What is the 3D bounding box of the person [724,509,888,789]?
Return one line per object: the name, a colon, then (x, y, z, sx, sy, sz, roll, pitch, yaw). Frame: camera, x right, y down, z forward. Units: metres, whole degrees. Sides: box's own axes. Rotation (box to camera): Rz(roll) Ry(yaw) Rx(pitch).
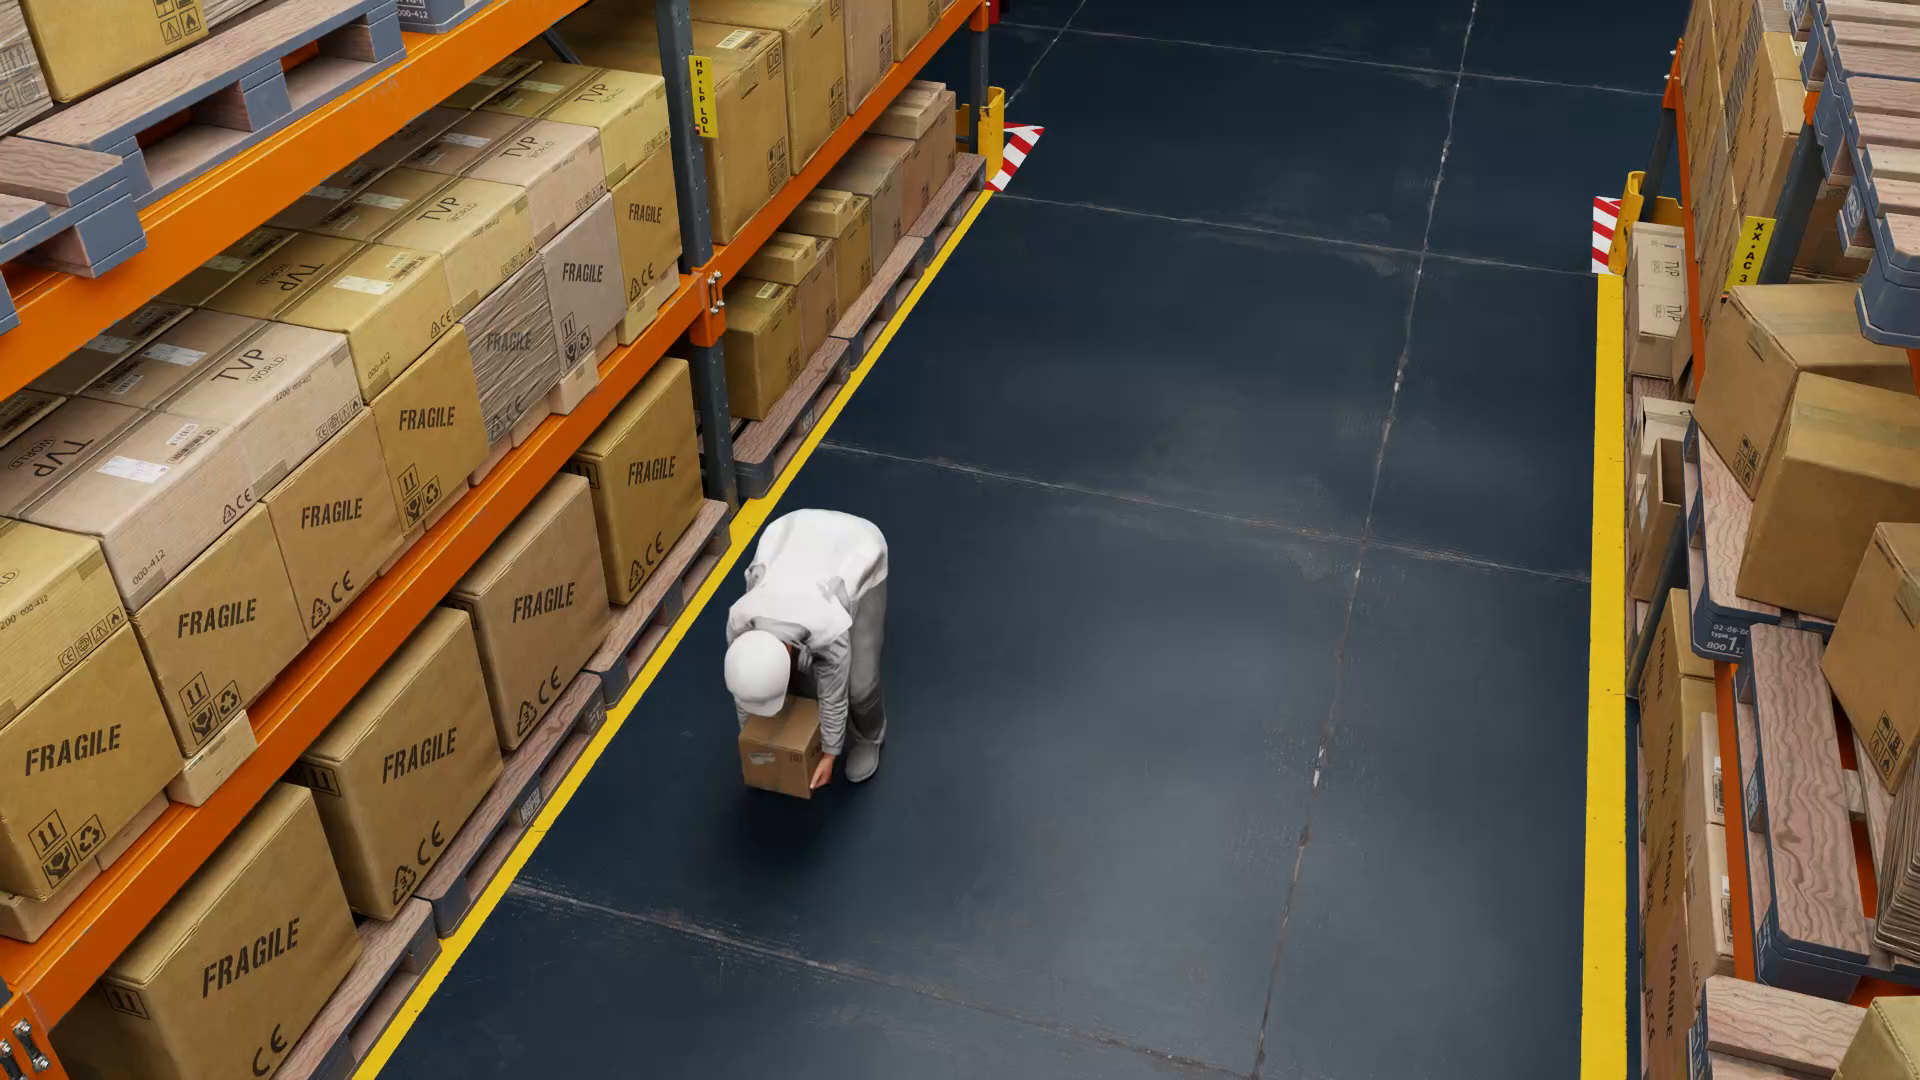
person: (-0.566, 0.514, 5.993, 0.473, 1.112, 1.011, 10, 38, 13)
